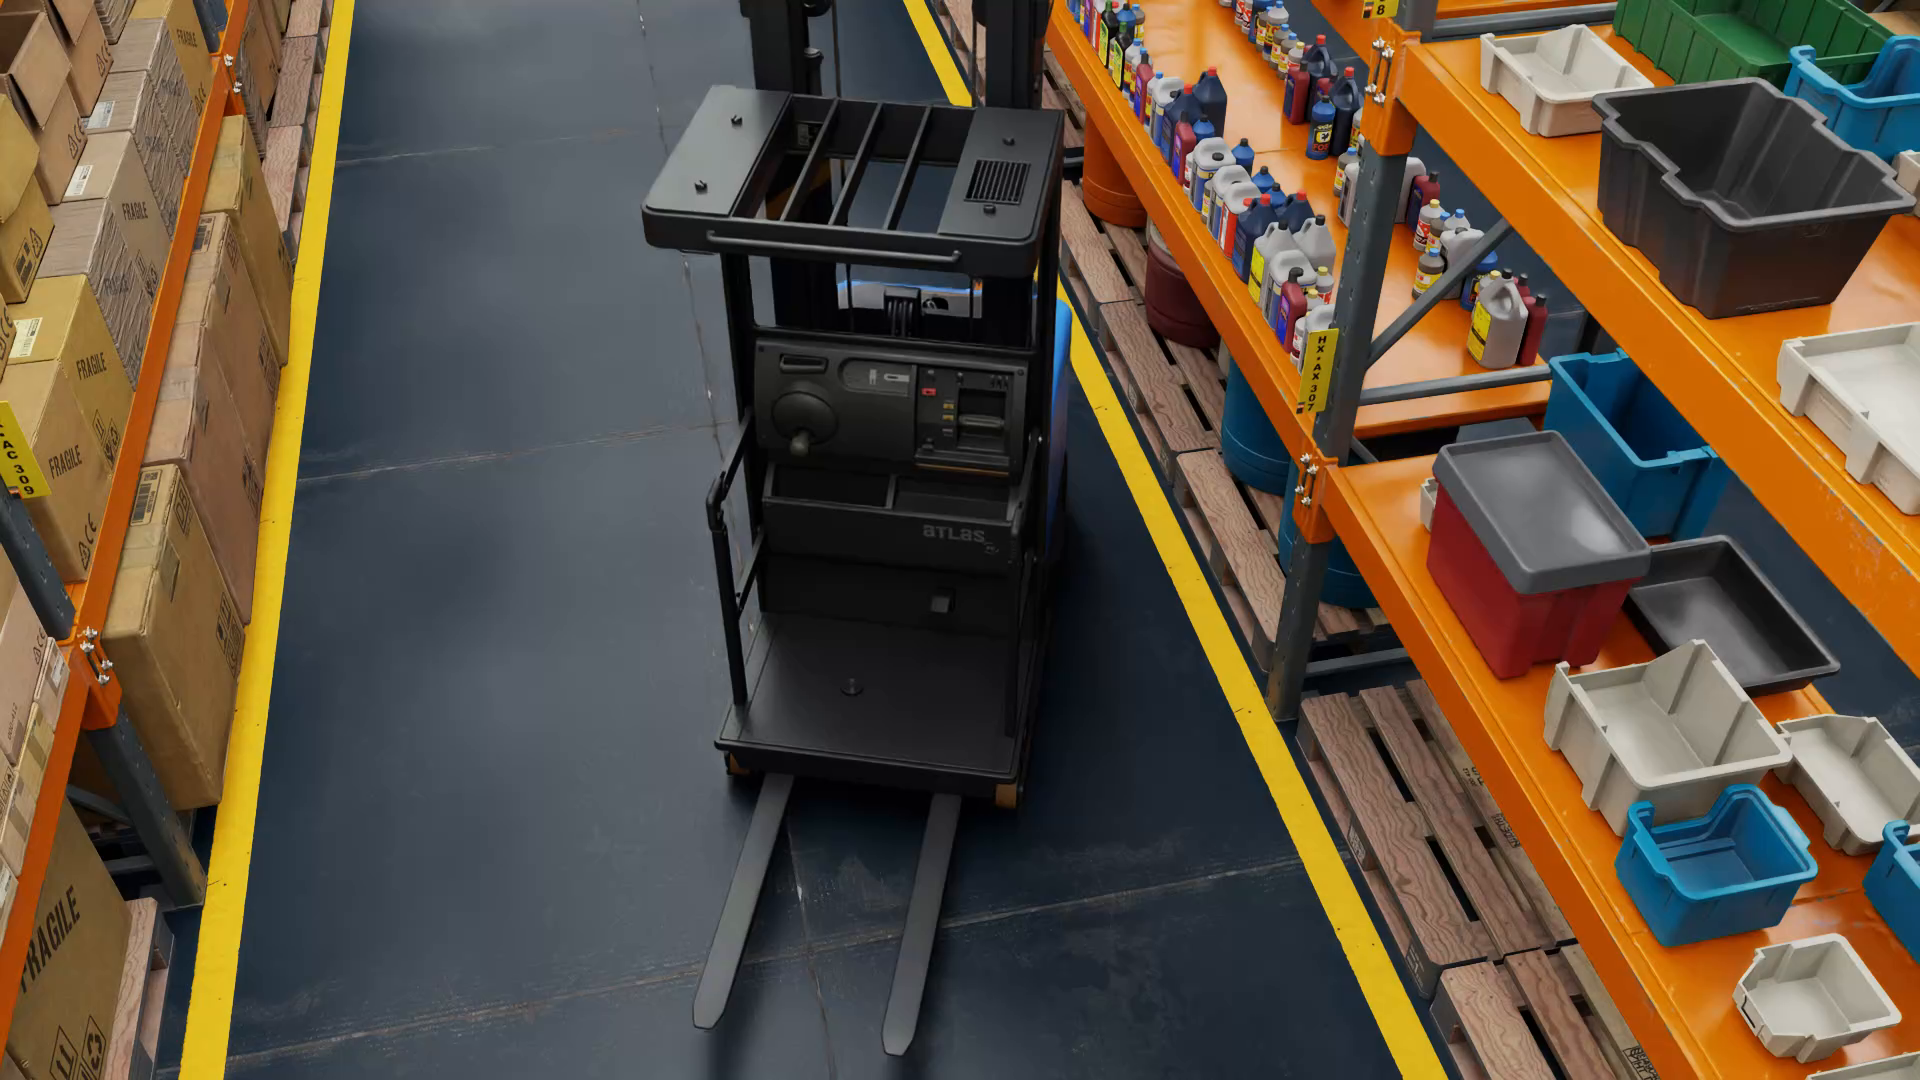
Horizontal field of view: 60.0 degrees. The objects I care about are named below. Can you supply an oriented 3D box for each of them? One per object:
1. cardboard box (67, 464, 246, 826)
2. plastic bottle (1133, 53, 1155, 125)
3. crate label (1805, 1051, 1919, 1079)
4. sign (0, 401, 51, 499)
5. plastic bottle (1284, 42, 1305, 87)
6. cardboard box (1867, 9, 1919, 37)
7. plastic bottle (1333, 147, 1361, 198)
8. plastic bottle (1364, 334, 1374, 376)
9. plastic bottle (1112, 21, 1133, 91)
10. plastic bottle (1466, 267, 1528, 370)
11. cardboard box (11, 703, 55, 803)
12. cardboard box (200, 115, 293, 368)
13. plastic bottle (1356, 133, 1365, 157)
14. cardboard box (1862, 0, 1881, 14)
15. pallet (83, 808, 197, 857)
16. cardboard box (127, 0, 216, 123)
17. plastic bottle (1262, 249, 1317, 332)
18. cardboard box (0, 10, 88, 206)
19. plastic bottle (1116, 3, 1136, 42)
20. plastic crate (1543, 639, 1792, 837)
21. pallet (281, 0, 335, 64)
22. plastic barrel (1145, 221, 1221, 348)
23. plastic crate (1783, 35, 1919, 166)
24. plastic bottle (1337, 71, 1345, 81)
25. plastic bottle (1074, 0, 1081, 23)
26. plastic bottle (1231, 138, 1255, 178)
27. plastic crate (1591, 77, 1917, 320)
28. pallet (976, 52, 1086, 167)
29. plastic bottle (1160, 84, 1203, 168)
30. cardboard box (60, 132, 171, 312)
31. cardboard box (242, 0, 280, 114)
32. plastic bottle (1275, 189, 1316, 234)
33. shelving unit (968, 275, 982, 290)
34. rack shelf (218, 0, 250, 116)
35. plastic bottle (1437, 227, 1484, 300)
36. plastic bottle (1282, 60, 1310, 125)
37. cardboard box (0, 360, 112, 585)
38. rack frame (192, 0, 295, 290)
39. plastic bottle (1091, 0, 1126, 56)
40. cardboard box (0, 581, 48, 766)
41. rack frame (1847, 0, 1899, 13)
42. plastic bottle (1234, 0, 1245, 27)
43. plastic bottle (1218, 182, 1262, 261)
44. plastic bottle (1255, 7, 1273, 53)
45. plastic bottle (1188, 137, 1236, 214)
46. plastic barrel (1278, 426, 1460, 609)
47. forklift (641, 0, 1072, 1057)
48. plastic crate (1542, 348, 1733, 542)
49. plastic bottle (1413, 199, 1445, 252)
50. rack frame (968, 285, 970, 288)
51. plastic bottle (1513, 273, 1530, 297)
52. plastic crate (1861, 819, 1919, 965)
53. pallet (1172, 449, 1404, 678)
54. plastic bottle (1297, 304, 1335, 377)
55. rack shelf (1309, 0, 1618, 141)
[{"bbox_3d":[-3.298,0.416,5.806,1.225,0.875,0.875,-8,42,-9],"label":"cardboard box"},{"bbox_3d":[0.815,-1.986,7.315,0.061,0.283,0.133,-8,42,-9],"label":"plastic bottle"},{"bbox_3d":[2.074,1.280,3.701,0.396,0.136,0.243,-8,42,-9],"label":"crate label"},{"bbox_3d":[-2.599,-0.243,4.553,0.100,0.325,0.005,-8,42,-9],"label":"sign"},{"bbox_3d":[1.540,-2.168,7.582,0.097,0.201,0.097,0,42,0],"label":"plastic bottle"},{"bbox_3d":[5.489,-2.713,9.598,0.500,0.500,0.500,-7,42,-7],"label":"cardboard box"},{"bbox_3d":[1.600,-1.520,6.852,0.097,0.201,0.097,0,42,0],"label":"plastic bottle"},{"bbox_3d":[1.413,-0.684,5.910,0.097,0.201,0.097,0,42,0],"label":"plastic bottle"},{"bbox_3d":[0.744,-2.198,7.555,0.061,0.283,0.133,-8,42,-9],"label":"plastic bottle"},{"bbox_3d":[1.927,-0.801,5.930,0.144,0.351,0.185,-8,42,-9],"label":"plastic bottle"},{"bbox_3d":[-2.699,0.603,4.501,0.380,0.149,0.250,-8,42,-8],"label":"cardboard box"},{"bbox_3d":[-3.875,-1.314,7.755,1.225,0.875,0.875,-10,43,-11],"label":"cardboard box"},{"bbox_3d":[1.718,-1.578,6.861,0.152,0.276,0.135,-8,42,-9],"label":"plastic bottle"},{"bbox_3d":[5.316,-3.462,10.223,0.500,0.311,0.500,-7,42,-8],"label":"cardboard box"},{"bbox_3d":[-3.381,0.744,6.253,1.003,0.211,1.213,-8,42,-9],"label":"pallet"},{"bbox_3d":[-3.655,-2.155,7.343,0.500,0.500,0.500,-7,42,-8],"label":"cardboard box"},{"bbox_3d":[1.216,-0.918,6.119,0.152,0.276,0.135,-8,42,-9],"label":"plastic bottle"},{"bbox_3d":[-3.573,-1.482,5.829,0.797,0.503,0.637,-7,42,-8],"label":"cardboard box"},{"bbox_3d":[0.768,-2.367,7.753,0.097,0.271,0.097,0,42,0],"label":"plastic bottle"},{"bbox_3d":[1.845,0.519,4.450,0.437,0.282,0.530,-8,42,-9],"label":"plastic crate"},{"bbox_3d":[-4.698,-3.448,10.975,1.003,0.211,1.213,-8,42,-9],"label":"pallet"},{"bbox_3d":[1.198,-1.320,7.978,0.600,0.588,0.708,-8,42,-9],"label":"plastic barrel"},{"bbox_3d":[2.204,-1.034,4.022,0.416,0.233,0.300,-8,42,-9],"label":"plastic crate"},{"bbox_3d":[1.652,-1.920,7.241,0.061,0.283,0.133,-8,42,-9],"label":"plastic bottle"},{"bbox_3d":[0.608,-2.658,8.081,0.097,0.271,0.097,0,42,0],"label":"plastic bottle"},{"bbox_3d":[1.146,-1.511,6.790,0.097,0.271,0.097,0,42,0],"label":"plastic bottle"},{"bbox_3d":[1.696,-0.747,3.671,0.497,0.269,0.590,-8,42,-9],"label":"plastic crate"},{"bbox_3d":[0.703,-2.577,9.994,1.003,0.211,1.213,-8,42,-9],"label":"pallet"},{"bbox_3d":[0.940,-1.763,7.014,0.144,0.351,0.185,-8,42,-9],"label":"plastic bottle"},{"bbox_3d":[-3.329,-1.165,6.228,0.500,0.500,0.500,-8,42,-8],"label":"cardboard box"},{"bbox_3d":[-4.429,-2.787,9.682,0.700,0.500,0.500,-5,42,-6],"label":"cardboard box"},{"bbox_3d":[1.279,-1.190,6.368,0.144,0.351,0.185,-8,42,-9],"label":"plastic bottle"},{"bbox_3d":[0.150,-0.726,7.277,0.215,1.050,0.252,6,42,7],"label":"shelving unit"},{"bbox_3d":[-4.436,-3.429,9.396,1.077,0.370,4.000,-8,42,-9],"label":"rack shelf"},{"bbox_3d":[1.889,-1.064,6.283,0.152,0.276,0.135,-8,42,-9],"label":"plastic bottle"},{"bbox_3d":[1.482,-1.986,7.315,0.061,0.283,0.133,-8,42,-9],"label":"plastic bottle"},{"bbox_3d":[-2.996,-0.181,5.119,0.500,0.500,0.500,-8,42,-9],"label":"cardboard box"},{"bbox_3d":[-4.004,-2.402,7.696,1.000,3.000,0.127,-8,42,-9],"label":"rack frame"},{"bbox_3d":[0.710,-2.439,7.831,0.152,0.276,0.135,-8,42,-9],"label":"plastic bottle"},{"bbox_3d":[-2.789,0.384,4.447,0.500,0.250,0.500,-9,42,-10],"label":"cardboard box"},{"bbox_3d":[5.670,-3.819,9.293,1.000,3.000,0.127,-8,42,-9],"label":"rack frame"},{"bbox_3d":[1.393,-2.609,8.080,0.097,0.201,0.097,0,42,0],"label":"plastic bottle"},{"bbox_3d":[1.107,-1.245,6.487,0.152,0.276,0.135,-8,42,-9],"label":"plastic bottle"},{"bbox_3d":[1.456,-2.420,7.866,0.097,0.201,0.097,0,42,0],"label":"plastic bottle"},{"bbox_3d":[1.028,-1.483,6.755,0.152,0.276,0.135,-8,42,-9],"label":"plastic bottle"},{"bbox_3d":[1.595,-0.246,6.532,0.600,0.901,0.708,-8,42,-9],"label":"plastic barrel"},{"bbox_3d":[-0.269,-0.366,5.455,1.130,2.935,3.031,6,42,7],"label":"forklift"},{"bbox_3d":[2.130,-0.282,5.275,0.392,0.384,0.575,-8,42,-9],"label":"plastic crate"},{"bbox_3d":[1.848,-1.242,6.539,0.097,0.201,0.097,0,42,0],"label":"plastic bottle"},{"bbox_3d":[0.131,-0.646,7.187,0.200,1.050,0.008,6,42,7],"label":"rack frame"},{"bbox_3d":[2.004,-0.861,6.048,0.061,0.283,0.133,-8,42,-9],"label":"plastic bottle"},{"bbox_3d":[2.478,0.859,4.104,0.416,0.233,0.300,-8,42,-9],"label":"plastic crate"},{"bbox_3d":[1.570,0.018,7.071,1.003,0.211,1.213,-8,42,-9],"label":"pallet"},{"bbox_3d":[1.295,-0.682,5.852,0.152,0.276,0.135,-8,42,-9],"label":"plastic bottle"},{"bbox_3d":[1.264,-2.668,6.279,1.077,0.370,4.000,-8,42,-9],"label":"rack shelf"}]
